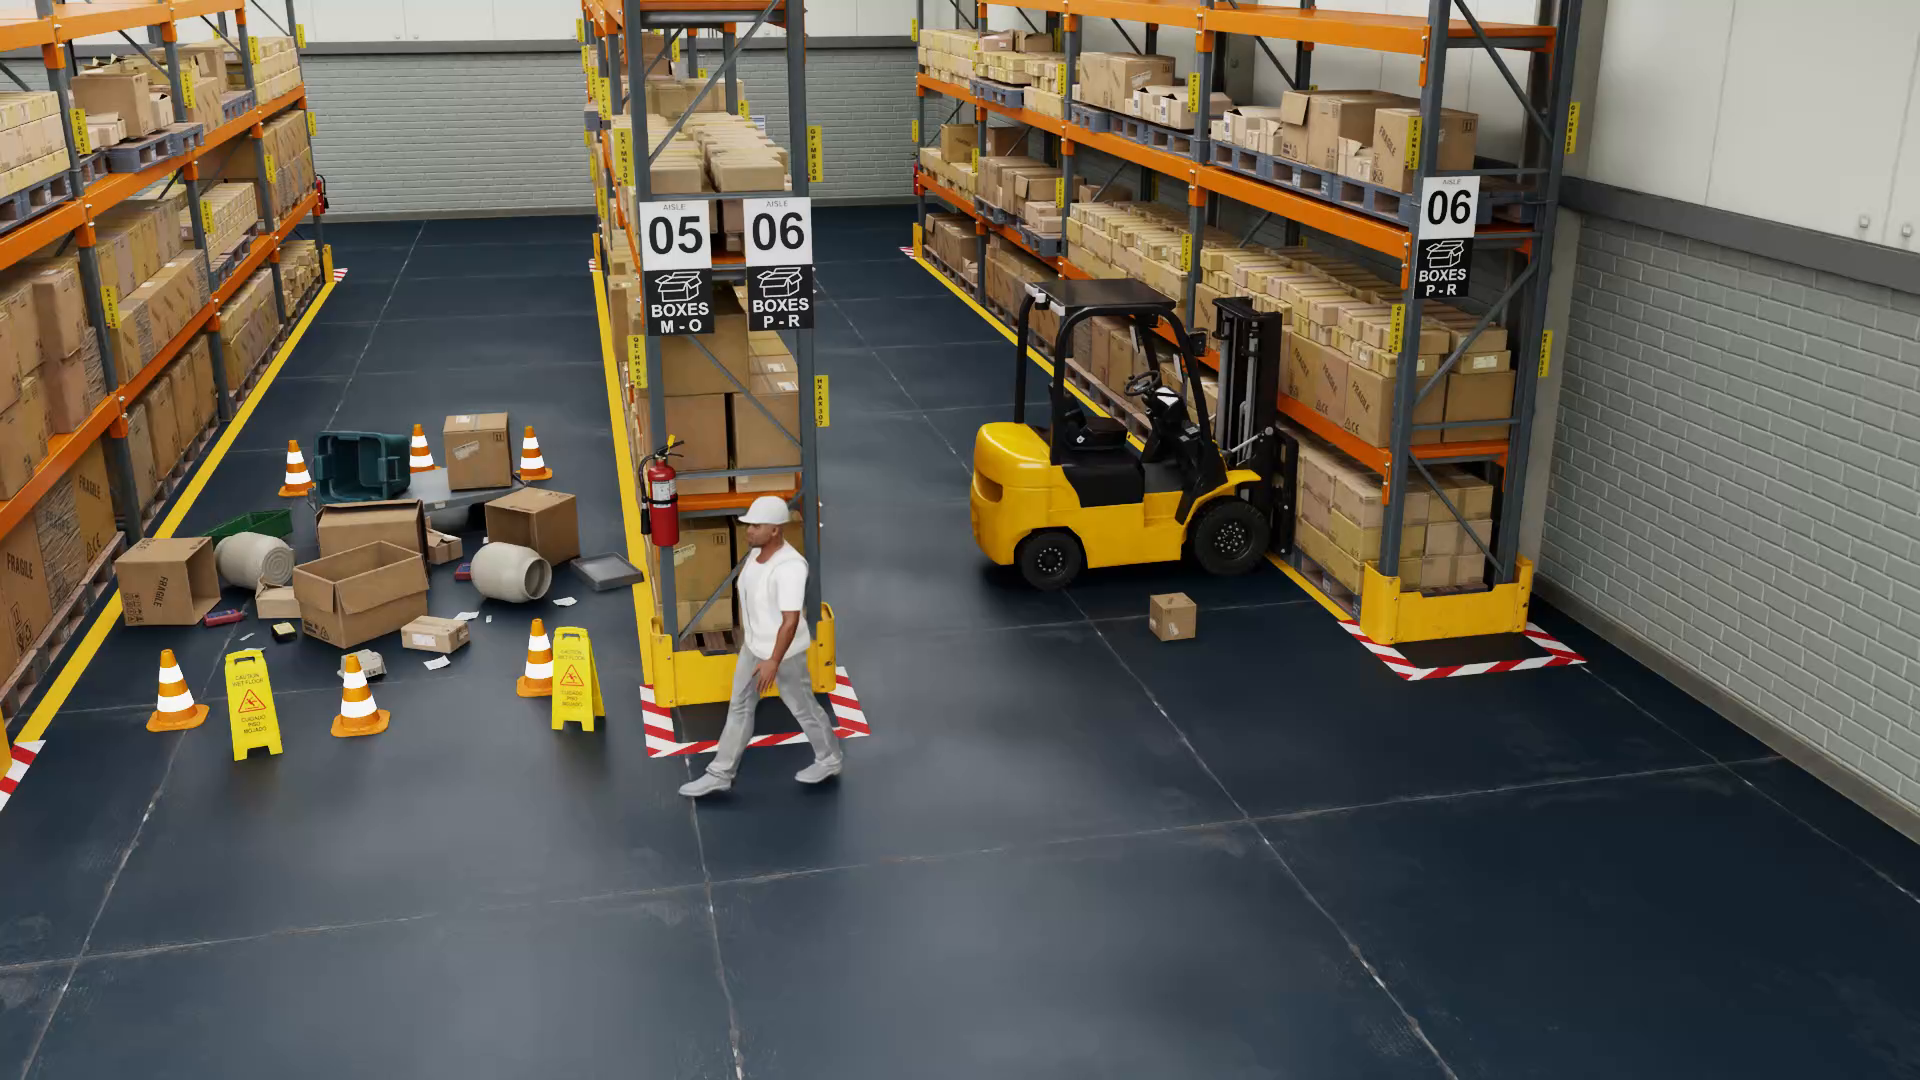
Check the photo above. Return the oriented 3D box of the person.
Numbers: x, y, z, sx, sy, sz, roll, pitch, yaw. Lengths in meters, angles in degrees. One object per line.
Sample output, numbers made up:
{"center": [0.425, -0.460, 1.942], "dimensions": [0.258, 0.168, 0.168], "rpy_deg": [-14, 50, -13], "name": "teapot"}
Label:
{"center": [-1.118, 0.602, 9.280], "dimensions": [0.953, 1.719, 0.595], "rpy_deg": [-13, 23, -33], "name": "person"}
